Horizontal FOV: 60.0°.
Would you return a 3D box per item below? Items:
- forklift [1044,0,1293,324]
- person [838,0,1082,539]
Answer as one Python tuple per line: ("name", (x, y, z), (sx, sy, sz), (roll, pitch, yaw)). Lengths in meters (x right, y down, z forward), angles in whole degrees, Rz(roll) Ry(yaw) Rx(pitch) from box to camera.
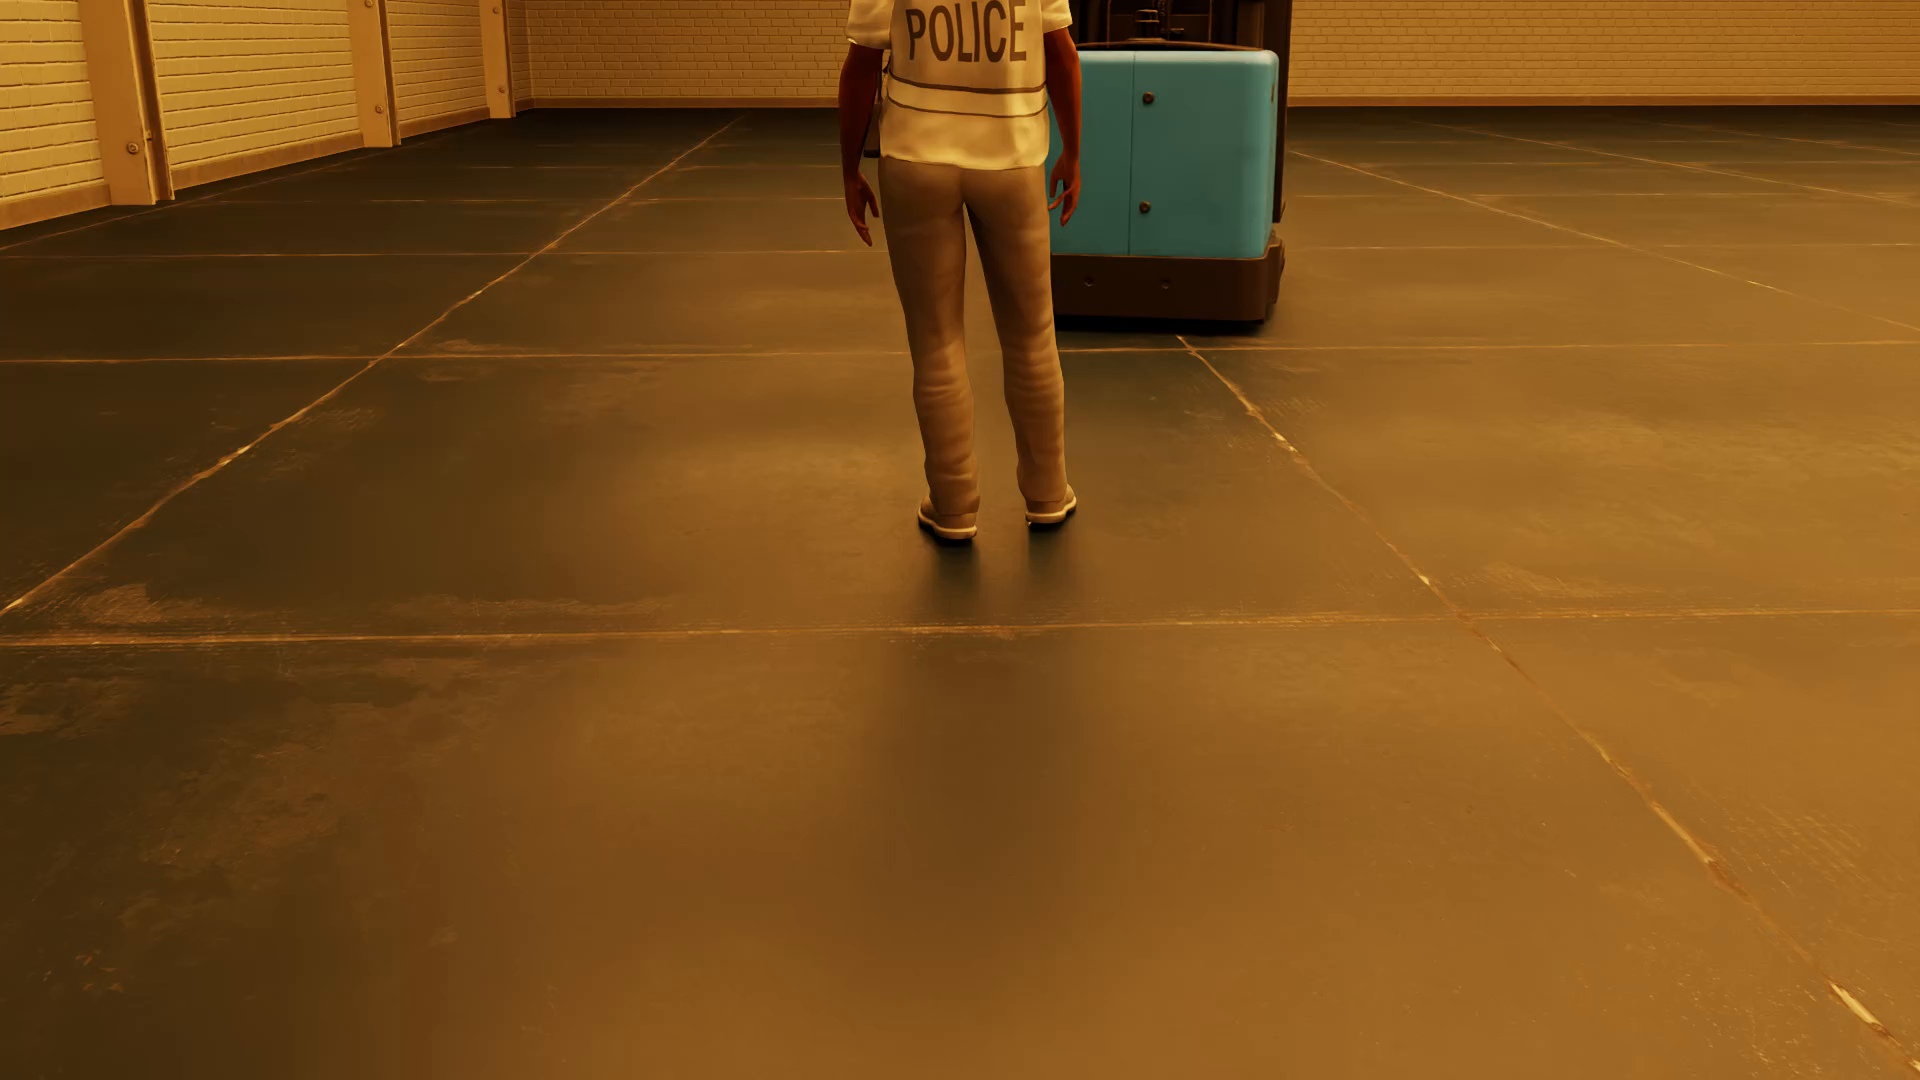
("forklift", (0.973, -2.640, 7.536), (1.130, 2.935, 3.031), (4, 17, 12))
("person", (0.016, -0.839, 3.740), (0.569, 1.694, 0.530), (-1, 17, -3))
